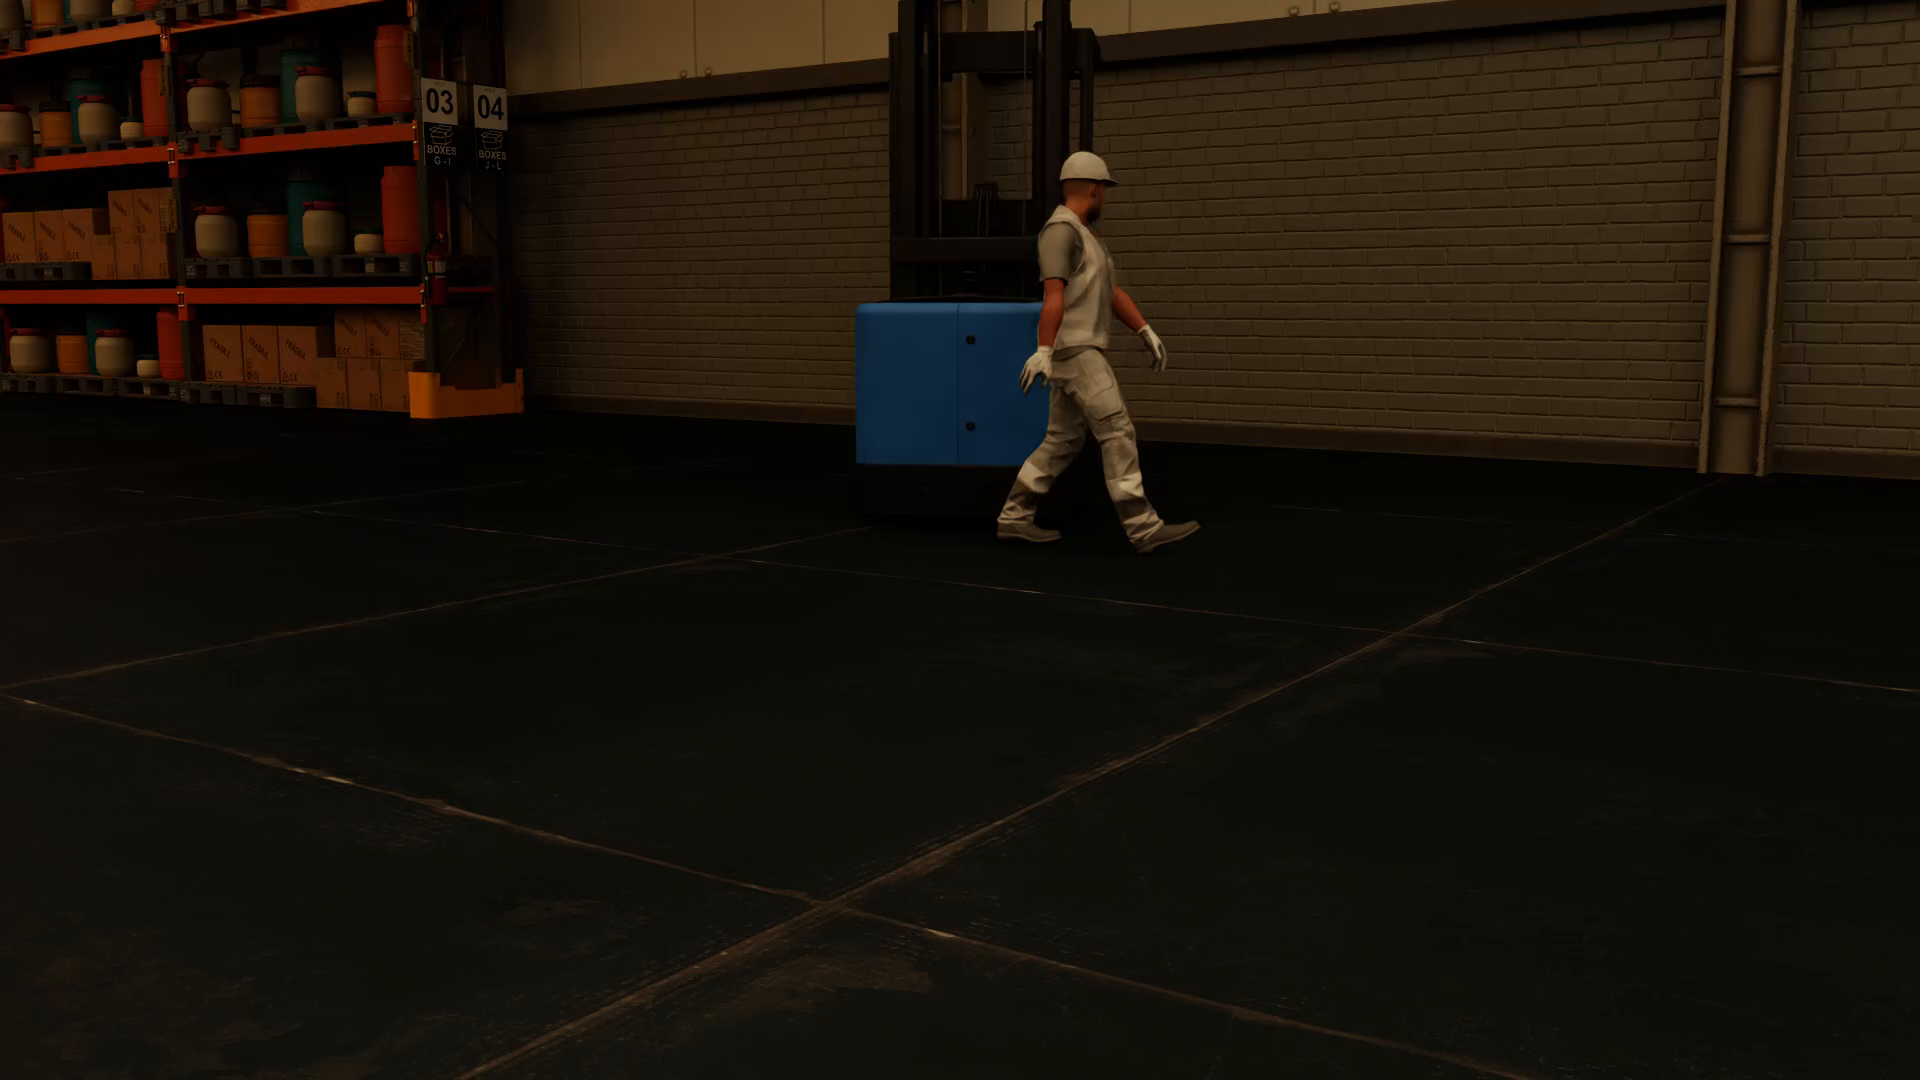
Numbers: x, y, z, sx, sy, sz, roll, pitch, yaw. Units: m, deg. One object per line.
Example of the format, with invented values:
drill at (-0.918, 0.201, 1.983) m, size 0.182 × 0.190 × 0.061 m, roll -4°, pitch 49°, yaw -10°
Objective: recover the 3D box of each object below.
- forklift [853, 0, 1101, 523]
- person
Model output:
forklift at (0.199, -1.706, 9.188) m, size 1.130 × 2.935 × 3.031 m, roll 1°, pitch 8°, yaw 8°
person at (0.589, -0.800, 7.176) m, size 0.937 × 1.730 × 0.686 m, roll 2°, pitch 8°, yaw 12°
